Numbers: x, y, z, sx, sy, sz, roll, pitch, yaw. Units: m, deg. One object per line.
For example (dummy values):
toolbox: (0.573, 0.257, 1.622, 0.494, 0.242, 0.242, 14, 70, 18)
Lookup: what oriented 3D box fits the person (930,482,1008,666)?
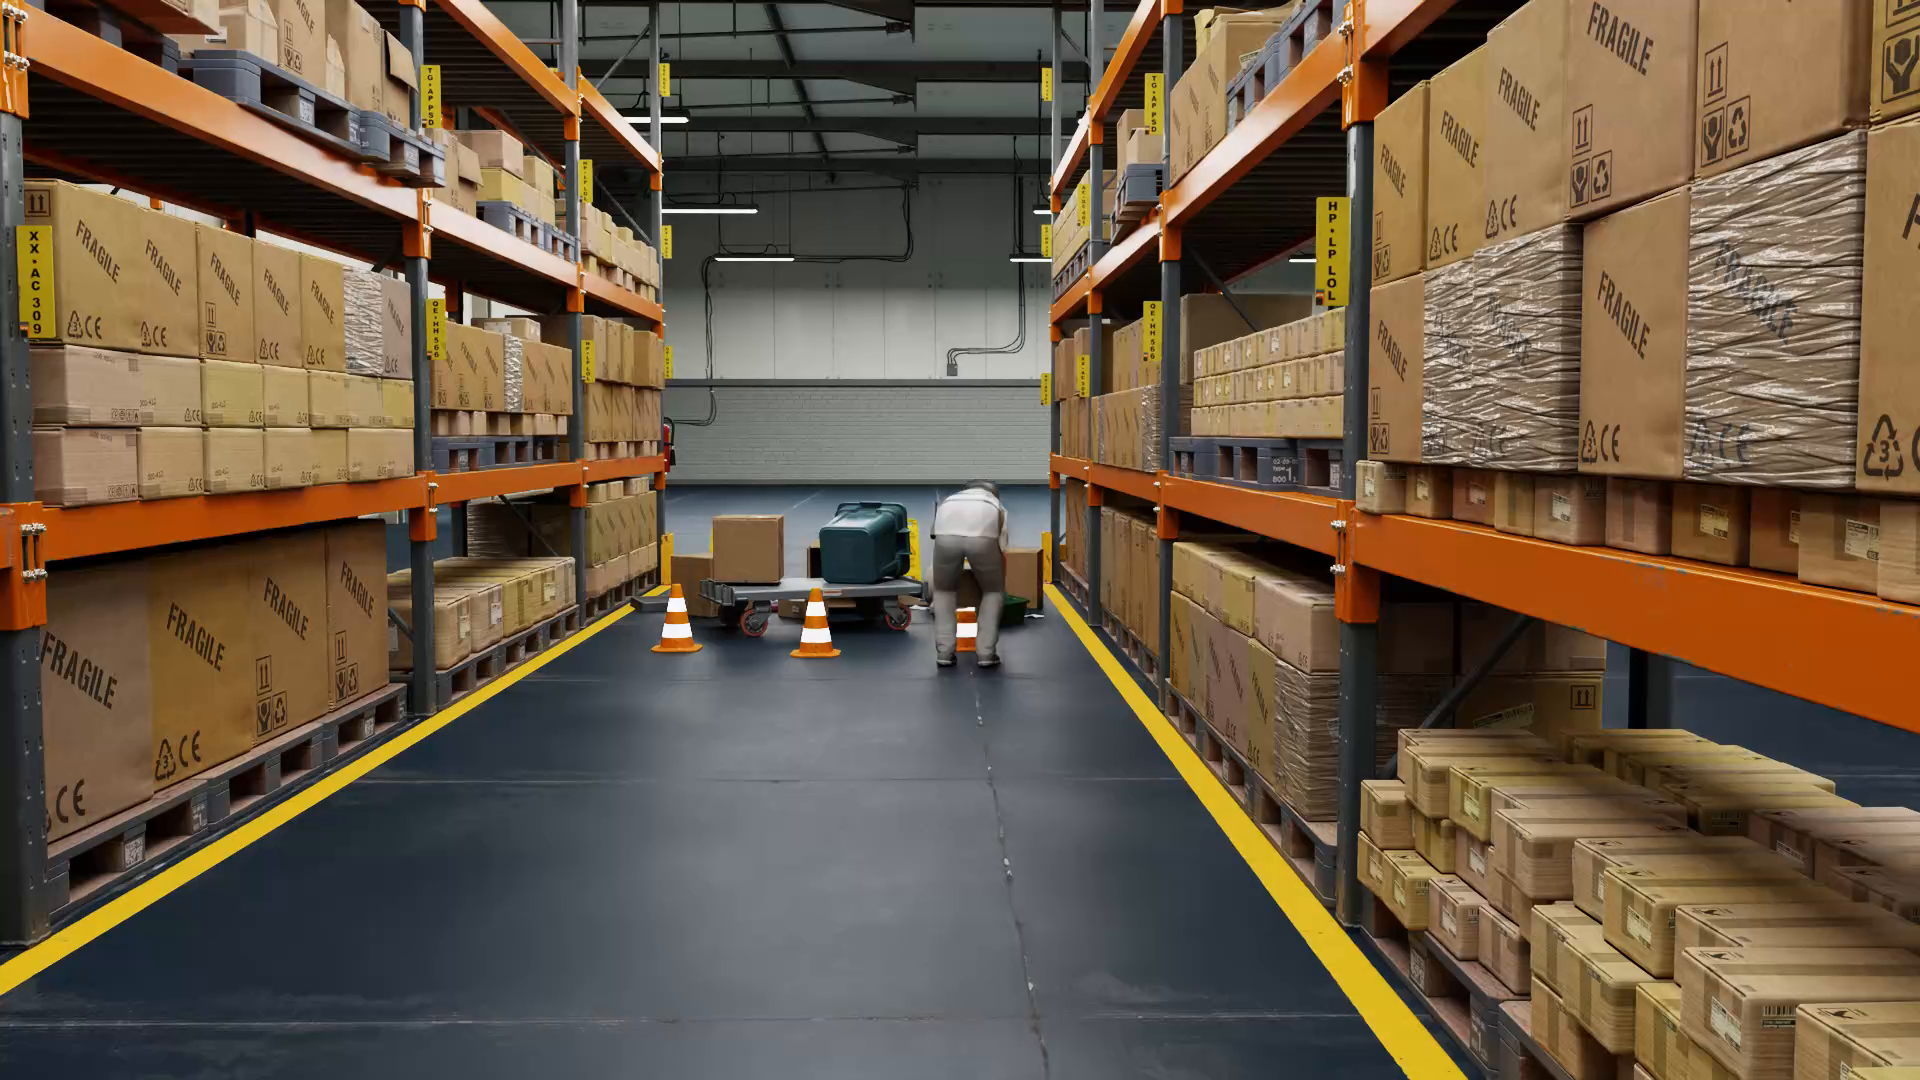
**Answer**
person: (0.091, 0.215, 11.194, 0.490, 1.196, 1.038, 1, 4, 9)
